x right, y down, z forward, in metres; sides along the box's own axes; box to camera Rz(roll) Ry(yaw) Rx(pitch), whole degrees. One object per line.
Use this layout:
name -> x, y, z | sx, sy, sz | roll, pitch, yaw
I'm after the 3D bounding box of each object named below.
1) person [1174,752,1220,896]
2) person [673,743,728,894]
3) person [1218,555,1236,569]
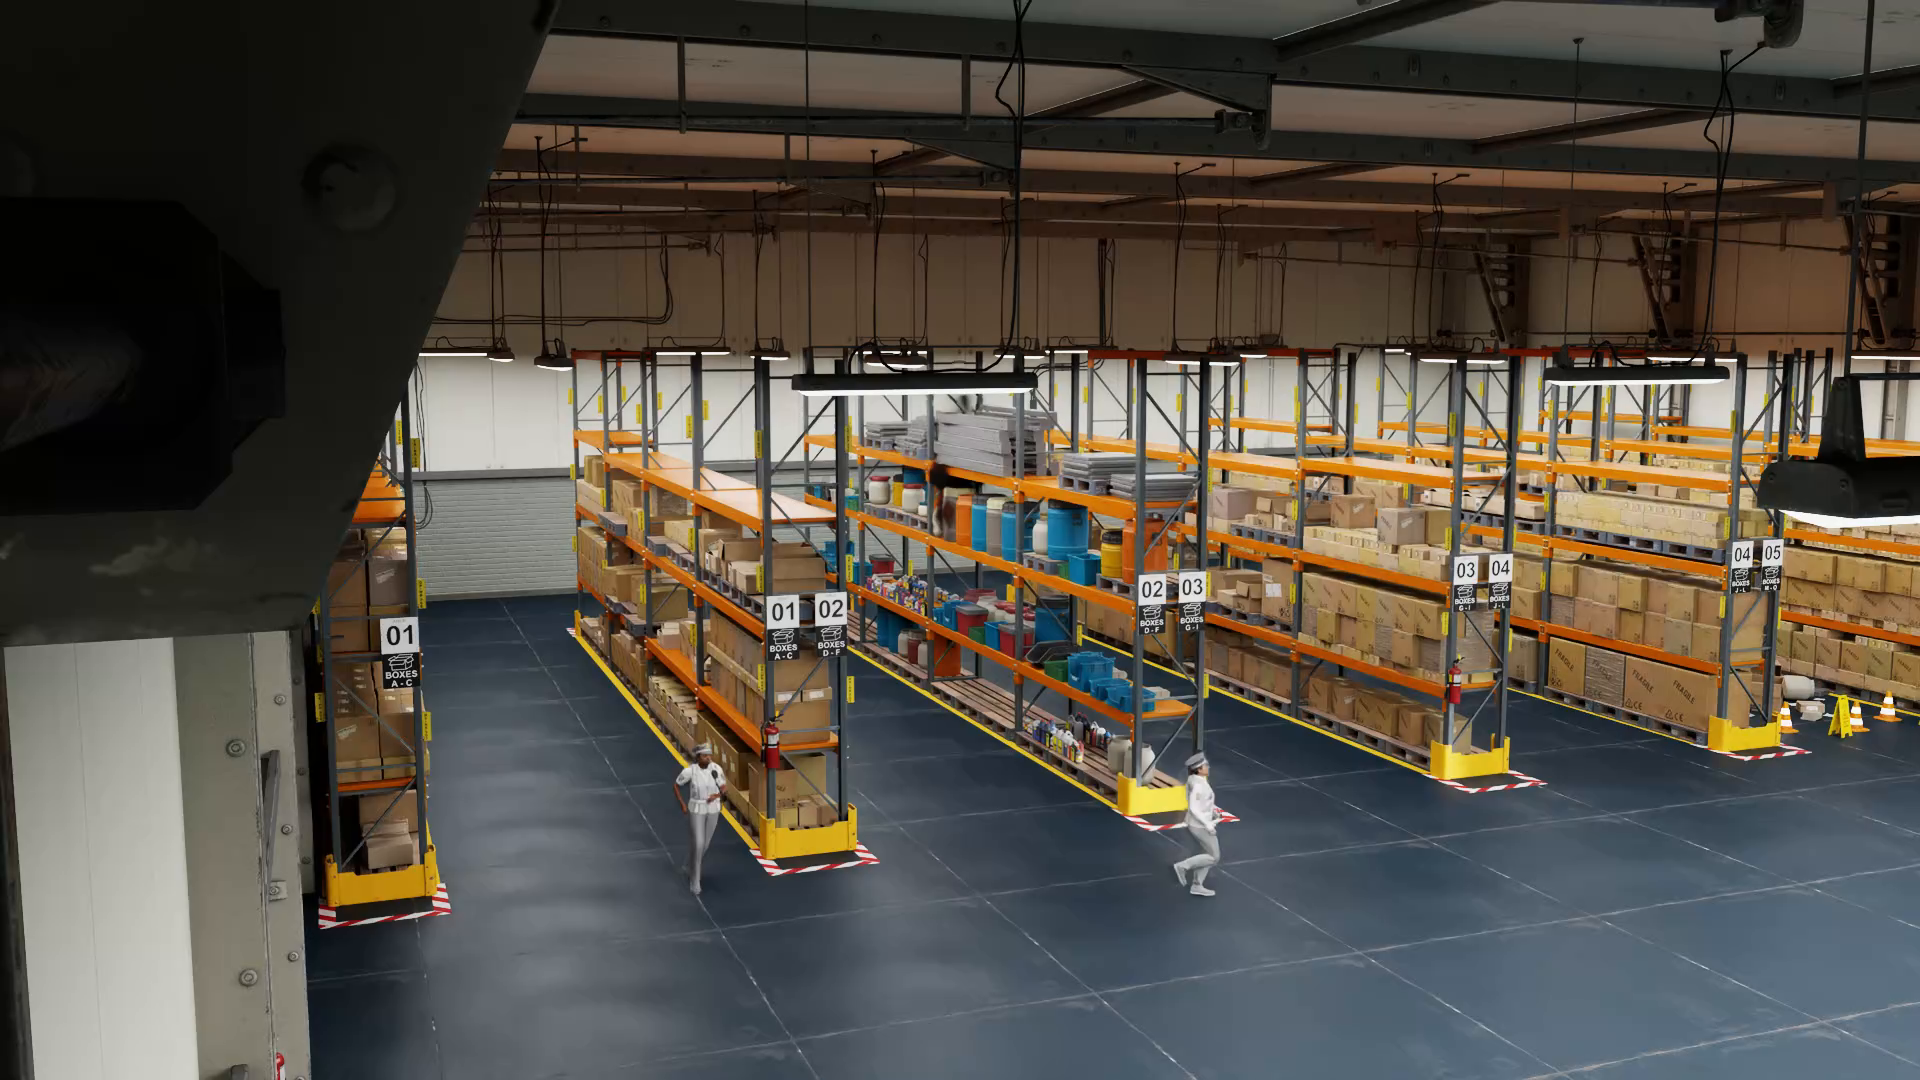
person -> 2.672, 3.200, 18.726 | 0.554, 1.656, 0.617 | 0, 7, -2
person -> -2.955, 3.174, 19.237 | 0.605, 1.678, 0.810 | -4, 8, -31
person -> 6.690, 0.322, 41.679 | 0.903, 1.640, 0.618 | 5, 9, 34
